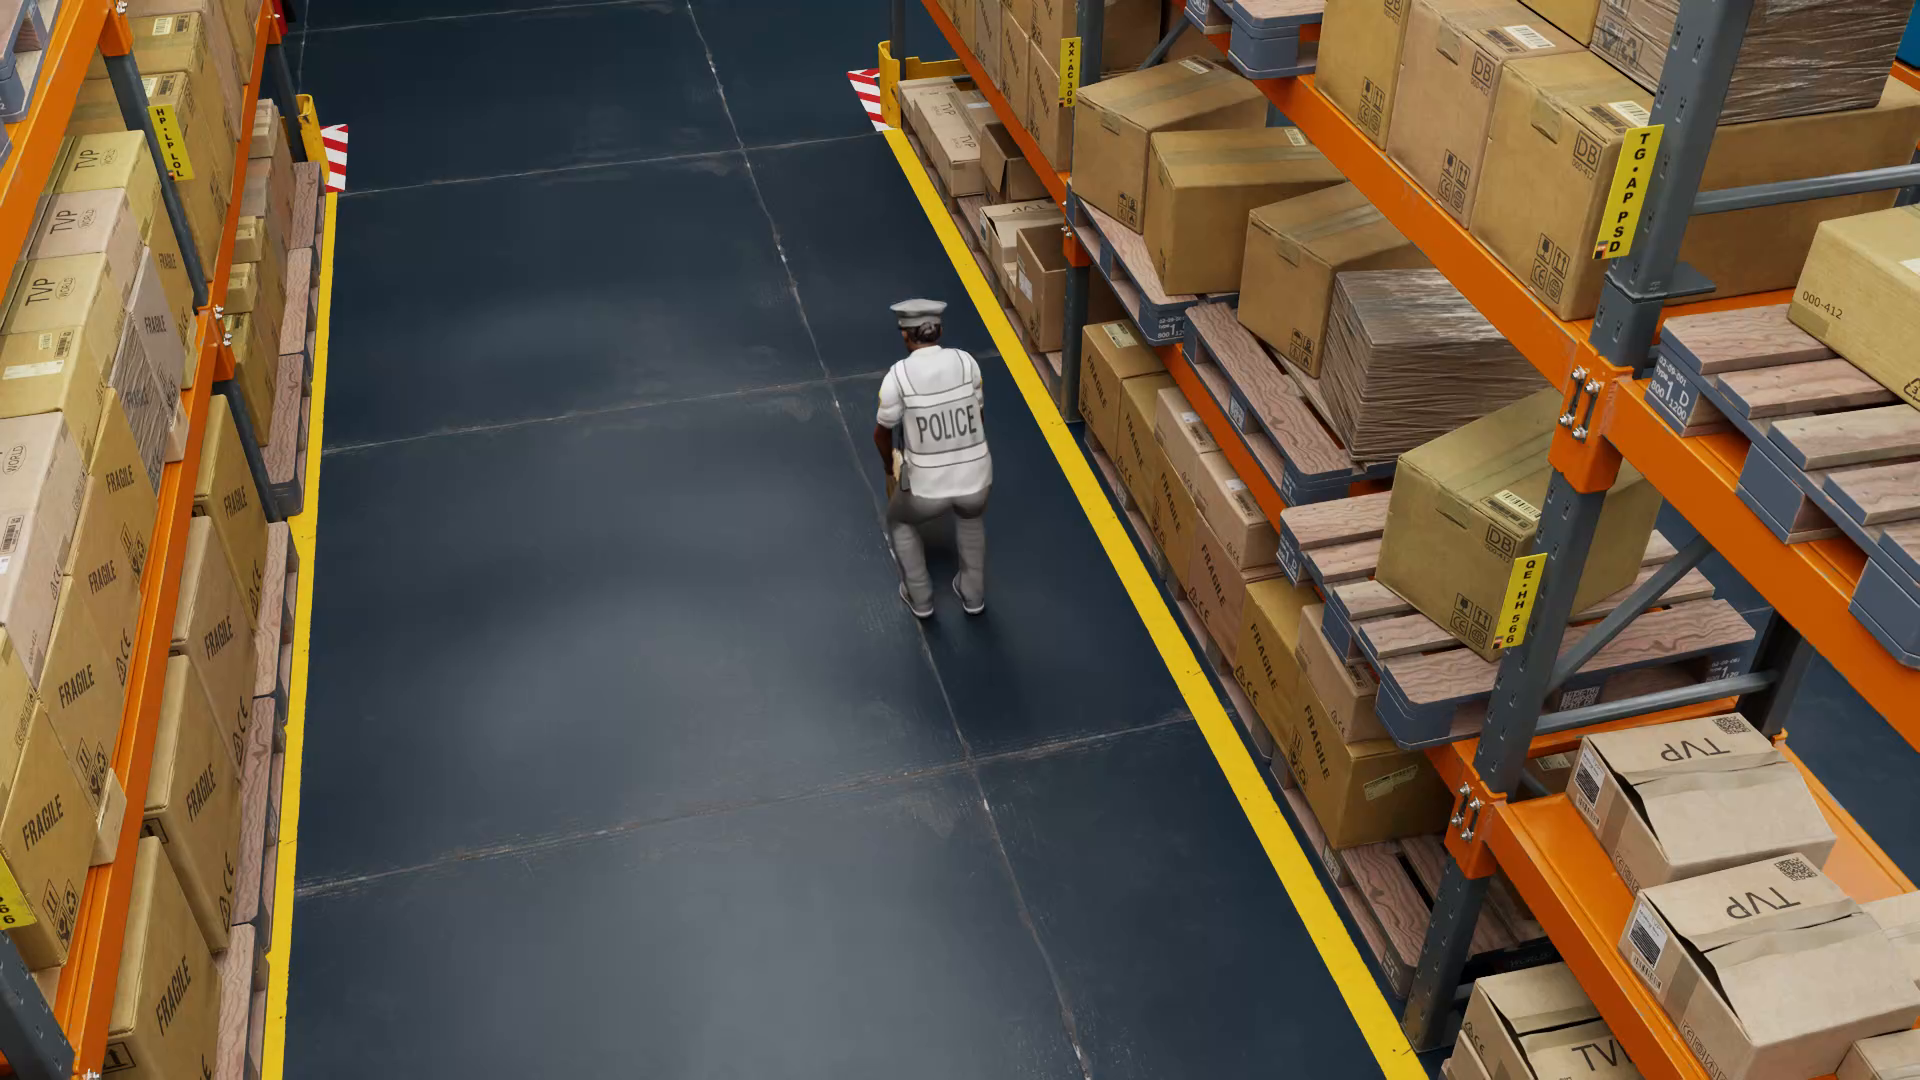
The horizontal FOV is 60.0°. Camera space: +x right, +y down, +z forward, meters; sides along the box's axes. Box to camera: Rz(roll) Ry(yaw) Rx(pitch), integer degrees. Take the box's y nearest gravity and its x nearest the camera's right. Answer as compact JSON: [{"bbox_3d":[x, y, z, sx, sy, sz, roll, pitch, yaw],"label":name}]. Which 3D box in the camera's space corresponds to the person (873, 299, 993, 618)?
[{"bbox_3d":[-0.122,-0.320,7.270,0.490,1.487,0.628,-9,39,-11],"label":"person"}]
